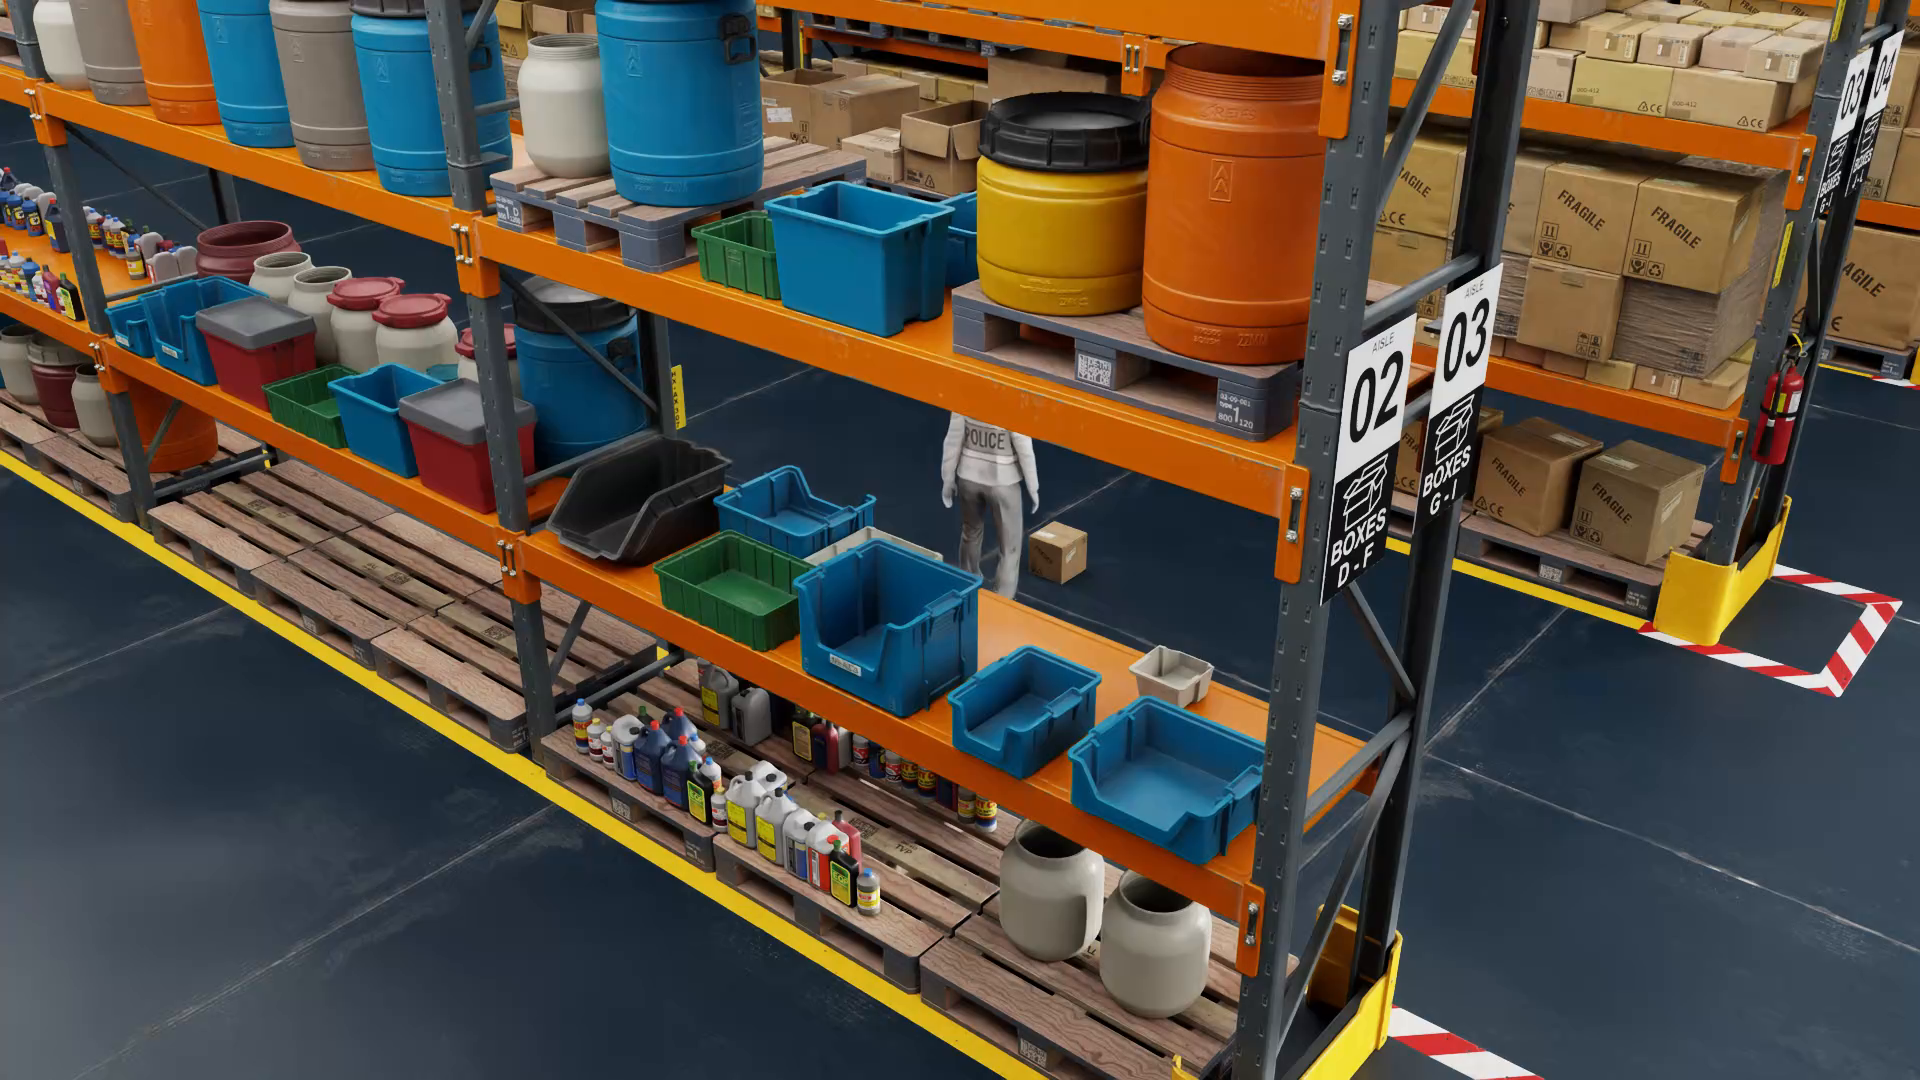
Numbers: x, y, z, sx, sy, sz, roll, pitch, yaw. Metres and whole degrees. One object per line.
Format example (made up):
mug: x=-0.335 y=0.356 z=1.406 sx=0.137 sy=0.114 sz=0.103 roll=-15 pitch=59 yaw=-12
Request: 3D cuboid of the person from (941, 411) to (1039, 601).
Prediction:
person: x=0.191 y=-0.322 z=9.213 sx=0.635 sy=1.651 sz=0.715 roll=12 pitch=30 yaw=22
